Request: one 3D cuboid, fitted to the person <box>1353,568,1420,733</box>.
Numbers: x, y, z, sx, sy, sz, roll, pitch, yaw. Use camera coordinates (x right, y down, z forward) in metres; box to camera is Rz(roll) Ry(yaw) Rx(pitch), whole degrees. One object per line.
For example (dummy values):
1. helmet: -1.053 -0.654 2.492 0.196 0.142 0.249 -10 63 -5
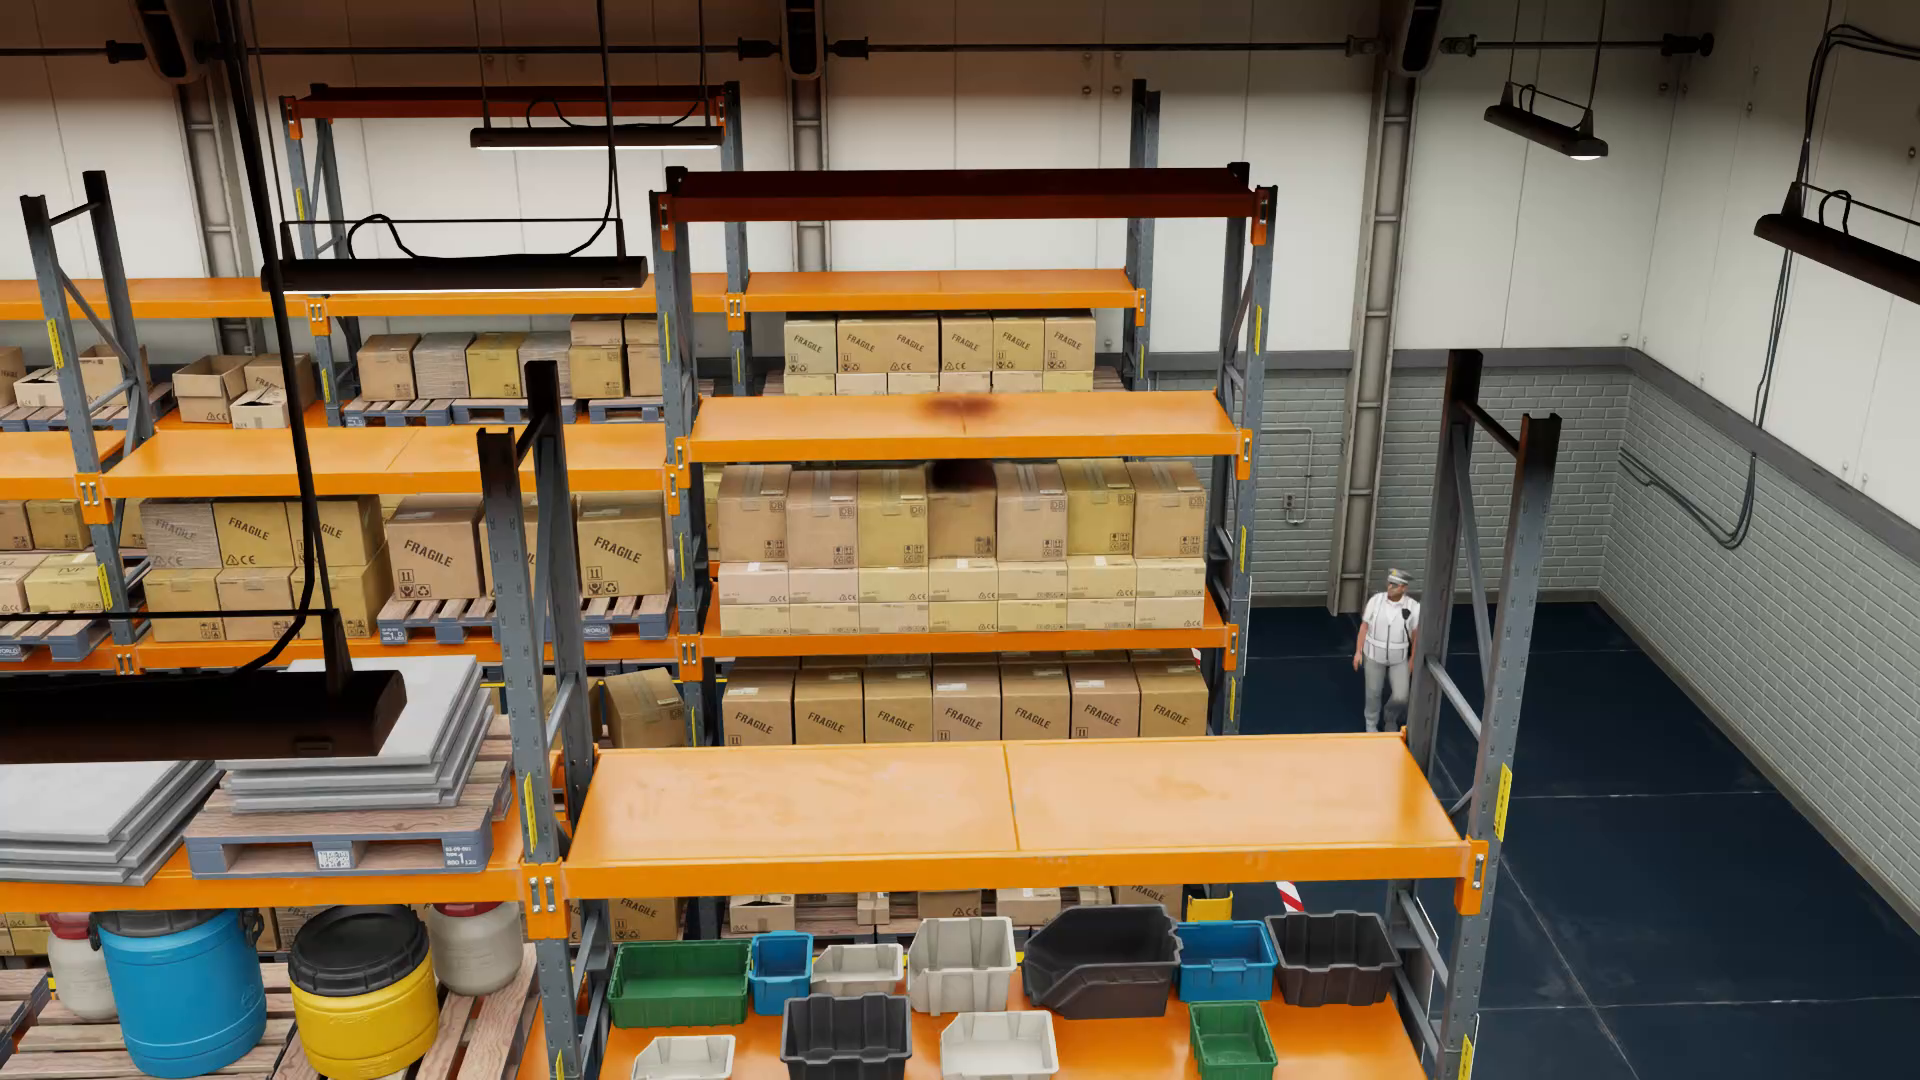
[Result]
1. person: 4.102 1.123 16.024 0.618 1.783 0.513 3 22 7
